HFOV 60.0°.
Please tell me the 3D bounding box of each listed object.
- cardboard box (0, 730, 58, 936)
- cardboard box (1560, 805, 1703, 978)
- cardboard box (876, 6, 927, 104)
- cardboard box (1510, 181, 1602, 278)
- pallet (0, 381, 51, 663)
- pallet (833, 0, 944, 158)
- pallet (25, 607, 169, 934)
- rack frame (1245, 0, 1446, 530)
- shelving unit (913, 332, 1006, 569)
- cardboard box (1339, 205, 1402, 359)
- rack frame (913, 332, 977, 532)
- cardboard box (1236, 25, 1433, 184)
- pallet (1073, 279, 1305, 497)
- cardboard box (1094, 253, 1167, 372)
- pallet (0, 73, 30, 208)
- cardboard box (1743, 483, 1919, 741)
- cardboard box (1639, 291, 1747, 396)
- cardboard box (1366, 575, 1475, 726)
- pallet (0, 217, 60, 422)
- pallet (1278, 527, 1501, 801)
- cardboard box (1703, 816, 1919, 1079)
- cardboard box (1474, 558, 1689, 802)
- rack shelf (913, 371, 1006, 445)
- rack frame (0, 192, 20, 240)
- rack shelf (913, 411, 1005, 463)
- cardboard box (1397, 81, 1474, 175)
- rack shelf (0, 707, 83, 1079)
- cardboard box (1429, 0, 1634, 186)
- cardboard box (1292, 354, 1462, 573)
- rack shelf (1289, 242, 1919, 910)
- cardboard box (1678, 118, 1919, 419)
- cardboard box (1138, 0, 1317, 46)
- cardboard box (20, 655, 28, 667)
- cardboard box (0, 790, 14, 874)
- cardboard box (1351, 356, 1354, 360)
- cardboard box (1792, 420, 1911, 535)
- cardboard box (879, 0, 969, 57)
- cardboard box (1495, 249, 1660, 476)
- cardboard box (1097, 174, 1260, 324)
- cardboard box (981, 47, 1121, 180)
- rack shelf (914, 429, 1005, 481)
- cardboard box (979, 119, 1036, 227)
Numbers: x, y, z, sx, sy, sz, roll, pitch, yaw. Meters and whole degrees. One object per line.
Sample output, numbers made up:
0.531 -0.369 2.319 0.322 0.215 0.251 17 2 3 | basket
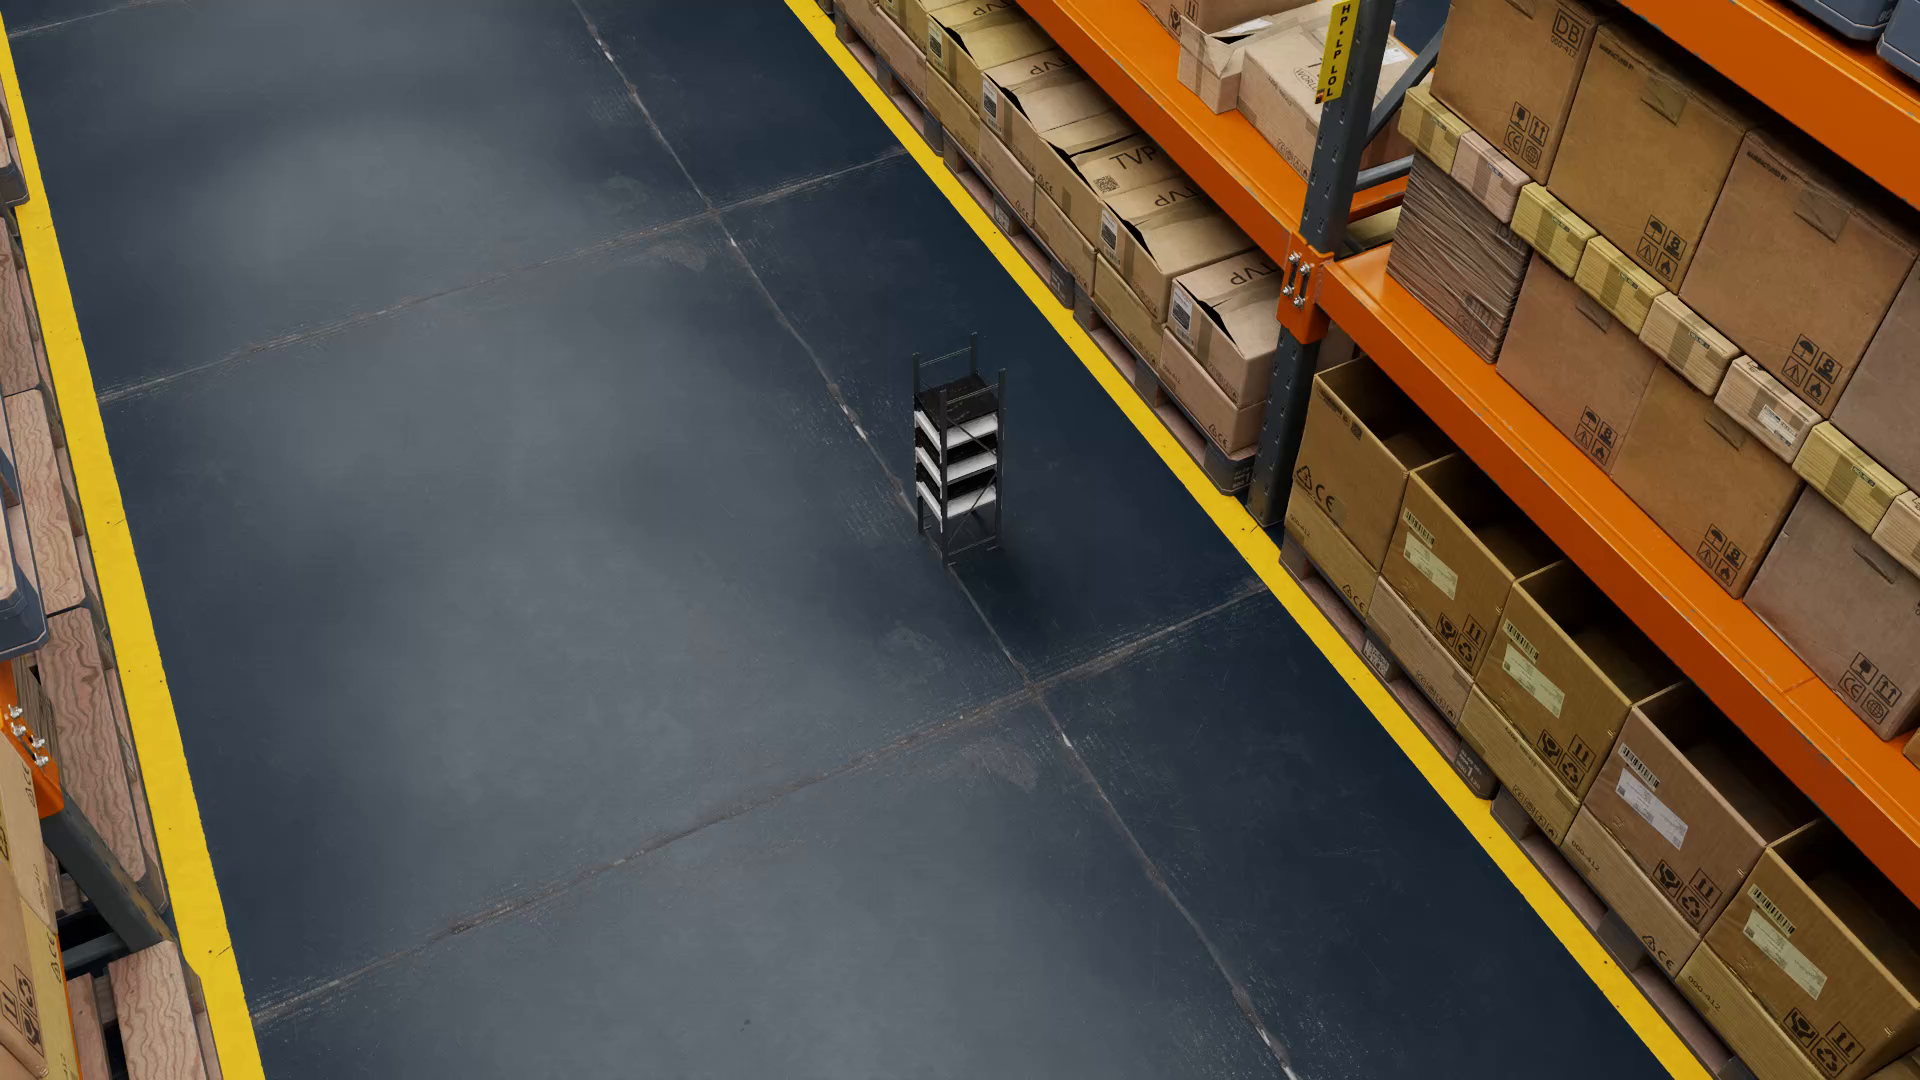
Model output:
-2.356 0.726 3.709 0.500 0.250 0.500 -21 52 -17 | cardboard box
2.186 0.949 4.975 0.500 0.250 0.500 -21 52 -18 | cardboard box
-0.060 -2.361 7.870 0.500 0.250 0.500 -23 53 -19 | cardboard box
1.746 -0.898 4.546 0.380 0.149 0.250 -22 53 -18 | cardboard box
-3.063 -0.028 4.409 1.003 0.211 1.213 -21 52 -18 | pallet
0.072 -2.433 8.238 1.003 0.211 1.213 -21 52 -18 | pallet
-3.200 0.868 5.351 1.003 0.211 1.213 -21 52 -18 | pallet
1.561 -1.239 5.341 1.000 3.000 0.127 -21 52 -18 | rack frame
-0.004 -0.302 5.916 0.258 0.900 0.210 -21 52 -18 | shelving unit
1.593 -1.019 6.323 0.500 0.311 0.500 -21 52 -17 | cardboard box
-0.050 -0.370 5.976 0.240 0.900 0.006 -21 52 -18 | rack frame
1.297 -1.504 5.672 0.500 0.250 0.500 -18 51 -15 | cardboard box
1.189 -0.800 6.810 1.003 0.211 1.213 -21 52 -18 | pallet
0.883 -0.989 6.670 0.500 0.250 0.500 -22 52 -18 | cardboard box
-4.966 -1.843 7.721 1.003 0.211 1.213 -21 52 -18 | pallet
2.478 0.054 4.144 0.700 0.500 0.500 -20 52 -16 | cardboard box
1.980 -0.555 4.245 0.380 0.149 0.250 -23 53 -19 | cardboard box
1.728 0.280 5.560 0.500 0.250 0.500 -21 52 -18 | cardboard box
-4.316 -0.765 6.779 1.003 0.211 1.213 -21 52 -18 | pallet
1.887 0.226 5.912 1.003 0.211 1.213 -21 52 -18 | pallet
2.411 1.038 4.399 0.500 0.500 0.500 -21 52 -18 | cardboard box
1.952 0.369 4.984 0.500 0.500 0.500 -21 52 -18 | cardboard box
-0.004 -0.458 5.738 0.258 0.077 0.200 -21 52 -18 | rack shelf
-4.673 -2.207 6.188 1.000 3.000 0.127 -21 52 -18 | rack frame
-0.004 -0.398 5.806 0.258 0.077 0.200 -21 52 -18 | rack shelf
1.512 -1.239 4.843 0.380 0.149 0.250 -21 52 -18 | cardboard box
-1.927 2.046 2.946 1.077 0.370 4.000 -21 52 -18 | rack shelf
1.769 -1.404 4.557 0.700 0.500 0.500 -21 52 -17 | cardboard box
1.495 -0.300 5.569 0.500 0.500 0.500 -21 52 -18 | cardboard box
2.476 0.337 4.441 1.077 0.370 4.000 -21 52 -18 | rack shelf
2.230 -0.731 3.968 0.700 0.500 0.500 -21 52 -18 | cardboard box
0.983 -2.144 6.066 0.500 0.500 0.500 -18 51 -15 | cardboard box
-3.475 0.333 5.335 0.700 0.500 0.500 -22 52 -18 | cardboard box
-2.351 0.476 3.429 0.500 0.500 0.500 -21 52 -18 | cardboard box
1.597 -0.827 6.528 0.500 0.250 0.500 -22 52 -18 | cardboard box
2.224 -0.203 3.937 0.380 0.149 0.250 -22 52 -18 | cardboard box
-0.043 -2.533 7.648 0.500 0.311 0.500 -22 52 -18 | cardboard box
2.017 -0.626 4.738 0.700 0.500 0.500 -22 52 -18 | cardboard box
0.877 -1.175 6.460 0.500 0.311 0.500 -20 52 -17 | cardboard box
0.424 -1.847 7.048 0.500 0.311 0.500 -22 52 -18 | cardboard box
-0.004 -0.339 5.873 0.258 0.077 0.200 -21 52 -18 | rack shelf
0.417 -1.672 7.267 0.500 0.250 0.500 -20 52 -17 | cardboard box
